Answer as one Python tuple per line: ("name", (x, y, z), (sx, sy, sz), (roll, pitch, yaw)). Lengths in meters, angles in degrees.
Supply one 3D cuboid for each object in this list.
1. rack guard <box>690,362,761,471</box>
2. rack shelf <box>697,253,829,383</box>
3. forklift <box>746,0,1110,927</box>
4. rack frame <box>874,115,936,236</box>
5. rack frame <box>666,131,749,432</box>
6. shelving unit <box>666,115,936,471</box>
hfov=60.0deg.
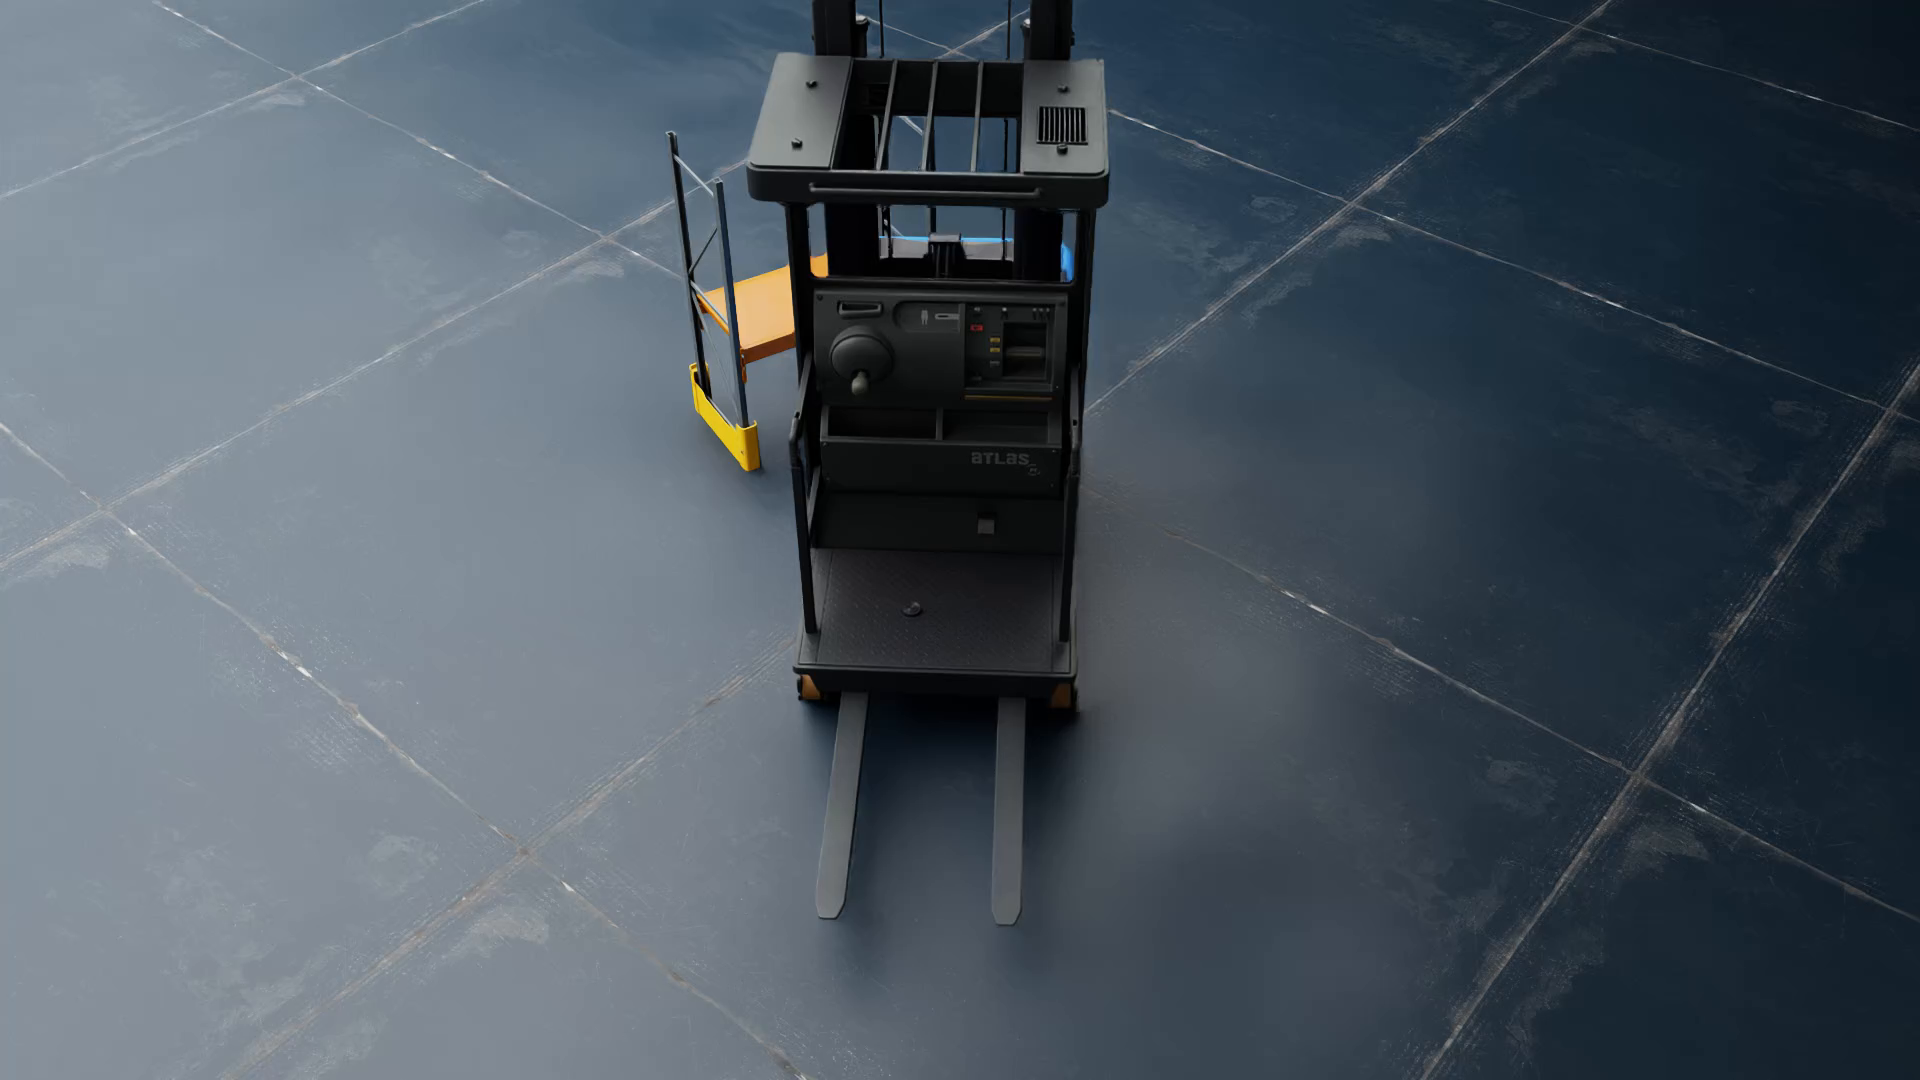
("rack guard", (-1.116, -0.591, 7.897), (0.087, 0.250, 0.587), (-23, 47, -23))
("rack shelf", (-0.685, -1.100, 7.794), (1.000, 0.185, 0.538), (-23, 47, -23))
("forklift", (-0.079, -0.634, 5.951), (1.130, 2.935, 3.031), (2, 42, 2))
("rack frame", (-0.252, -1.412, 7.871), (0.032, 1.500, 0.500), (-23, 47, -23))
("rack frame", (-1.117, -1.053, 7.476), (0.032, 1.500, 0.500), (-23, 47, -23))
("shelving unit", (-0.692, -1.230, 7.670), (1.083, 1.500, 0.587), (-23, 47, -23))
